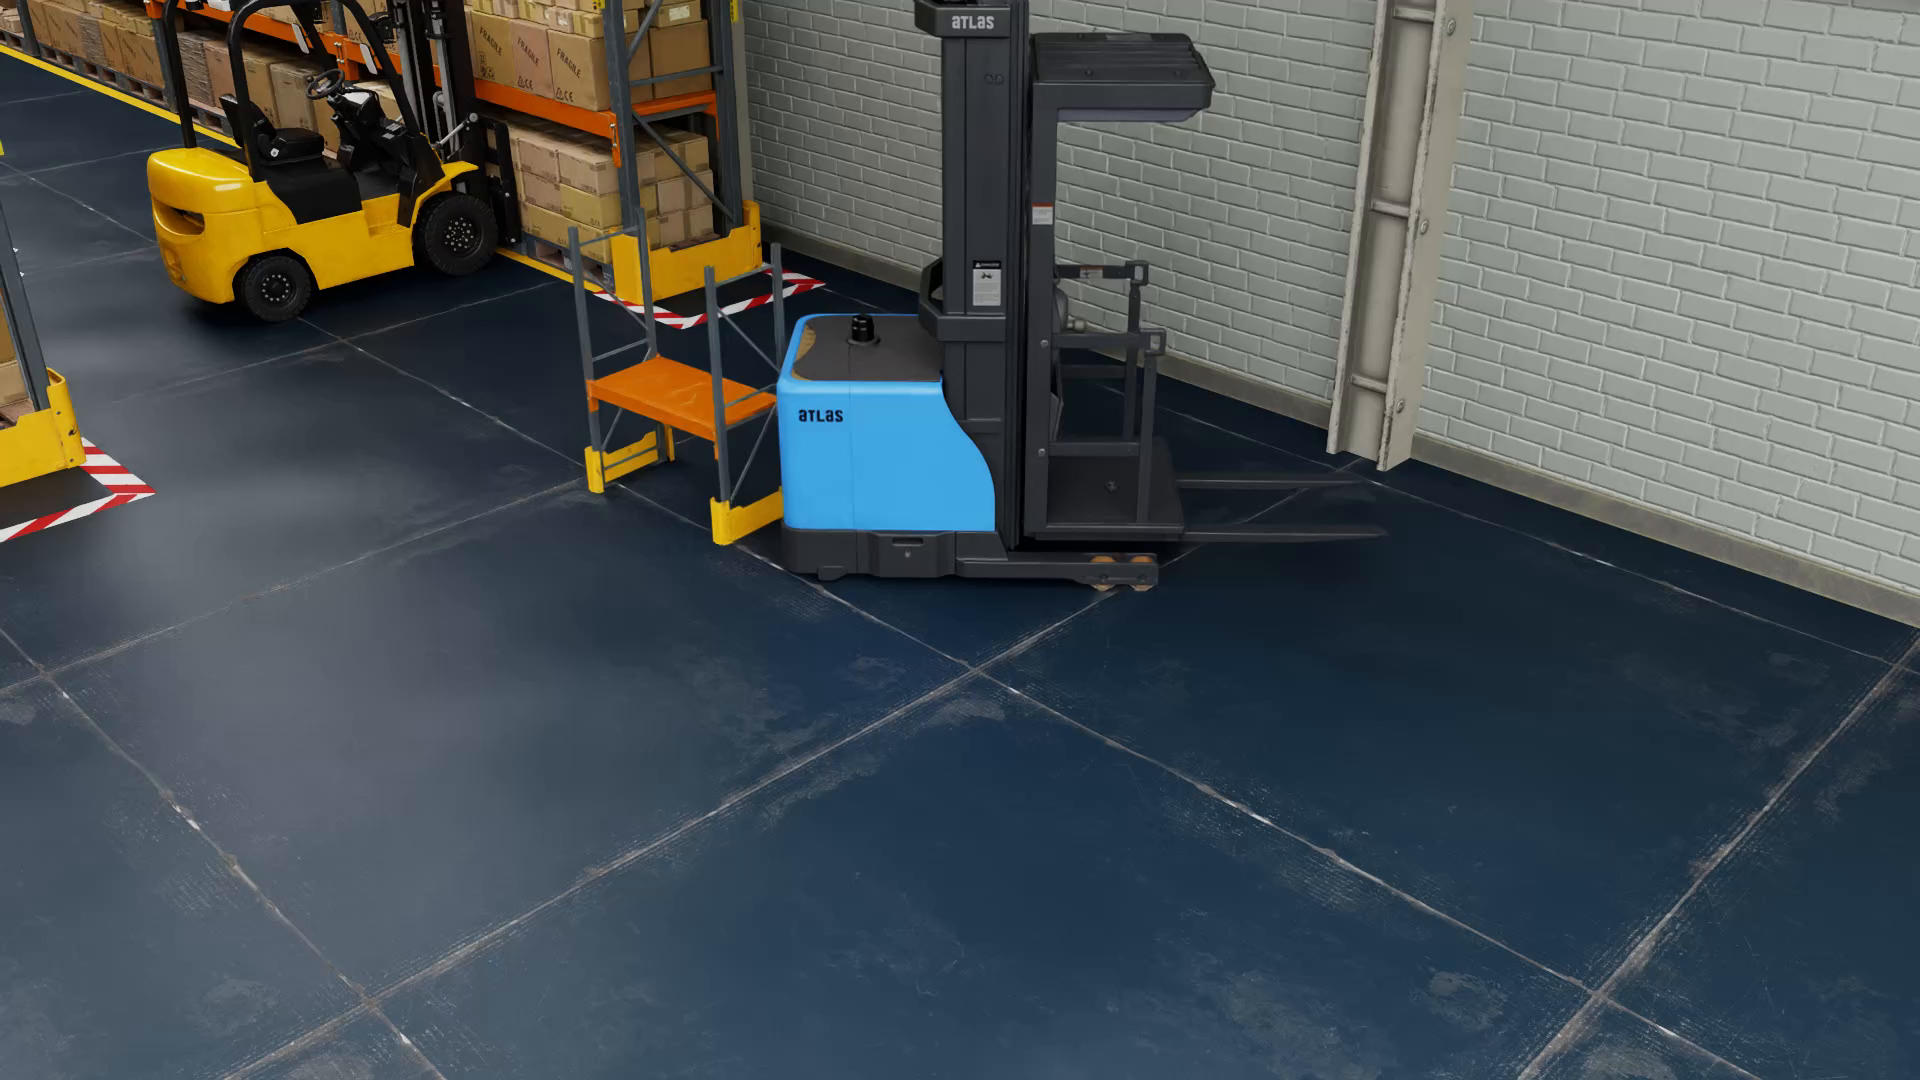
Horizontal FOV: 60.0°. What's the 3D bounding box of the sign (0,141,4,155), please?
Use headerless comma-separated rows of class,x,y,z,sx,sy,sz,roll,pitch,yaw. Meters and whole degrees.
sign,-5.122,-2.179,8.741,0.005,0.325,0.100,25,36,38

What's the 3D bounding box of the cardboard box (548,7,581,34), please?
cardboard box,-2.672,-3.689,11.739,0.380,0.149,0.250,-25,36,-38

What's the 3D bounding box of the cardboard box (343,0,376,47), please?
cardboard box,-4.744,-4.382,13.754,0.500,0.500,0.500,23,36,37

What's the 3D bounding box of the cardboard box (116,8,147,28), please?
cardboard box,-8.632,-5.498,17.520,0.250,0.149,0.380,23,36,37

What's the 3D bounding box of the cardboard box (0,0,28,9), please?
cardboard box,-11.742,-6.703,20.509,0.500,0.500,0.700,23,35,37

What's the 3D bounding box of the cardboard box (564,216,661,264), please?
cardboard box,-2.581,-2.282,12.370,0.500,0.250,0.500,25,37,39

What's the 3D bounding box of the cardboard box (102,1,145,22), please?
cardboard box,-8.967,-5.680,17.867,0.250,0.149,0.380,24,36,38

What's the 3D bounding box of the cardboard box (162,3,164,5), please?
cardboard box,-8.416,-5.785,18.066,0.250,0.149,0.380,23,35,36

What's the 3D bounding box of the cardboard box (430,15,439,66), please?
cardboard box,-3.999,-4.053,13.128,0.500,0.500,0.500,24,36,38

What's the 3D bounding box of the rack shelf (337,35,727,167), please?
rack shelf,-3.451,-3.599,13.144,4.000,0.370,1.077,25,36,38

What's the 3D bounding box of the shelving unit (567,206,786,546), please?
shelving unit,-1.474,-0.892,8.835,1.083,1.500,0.587,21,34,34

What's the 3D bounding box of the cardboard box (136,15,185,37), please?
cardboard box,-8.259,-5.318,17.179,0.250,0.149,0.380,23,35,36

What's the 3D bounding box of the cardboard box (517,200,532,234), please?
cardboard box,-3.280,-2.613,13.000,0.500,0.250,0.500,-25,37,-39

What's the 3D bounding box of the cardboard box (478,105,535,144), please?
cardboard box,-3.663,-3.216,13.073,0.500,0.250,0.500,24,36,37

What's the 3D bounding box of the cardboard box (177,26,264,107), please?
cardboard box,-7.294,-4.801,16.759,0.875,0.625,0.625,-24,36,-38

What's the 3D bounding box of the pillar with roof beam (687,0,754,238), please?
pillar with roof beam,-4.908,-5.017,8.623,0.400,9.000,9.100,25,36,38

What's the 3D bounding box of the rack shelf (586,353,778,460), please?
rack shelf,-1.467,-0.730,8.914,1.000,0.185,0.538,21,34,34

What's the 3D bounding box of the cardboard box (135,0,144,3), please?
cardboard box,-8.842,-5.919,18.322,0.250,0.149,0.380,25,37,39

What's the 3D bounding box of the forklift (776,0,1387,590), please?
forklift,0.634,-1.299,8.070,3.031,2.935,1.130,1,28,1

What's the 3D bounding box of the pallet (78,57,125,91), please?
pallet,-9.101,-5.295,18.593,1.213,0.211,1.003,25,36,38

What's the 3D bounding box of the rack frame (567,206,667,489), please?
rack frame,-1.863,-1.038,9.112,0.032,1.500,0.500,21,34,34

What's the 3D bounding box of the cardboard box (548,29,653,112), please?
cardboard box,-2.560,-3.382,11.852,0.500,0.500,0.500,24,36,37

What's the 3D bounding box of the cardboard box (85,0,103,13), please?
cardboard box,-9.325,-5.857,18.204,0.250,0.149,0.380,25,37,39

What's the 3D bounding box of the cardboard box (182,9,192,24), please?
cardboard box,-8.053,-5.610,17.735,0.380,0.149,0.250,-24,36,-38

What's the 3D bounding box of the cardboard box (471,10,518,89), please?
cardboard box,-3.289,-3.722,12.497,0.500,0.500,0.500,24,36,37

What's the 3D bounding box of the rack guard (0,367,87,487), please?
rack guard,-5.556,-0.534,9.229,0.348,0.500,1.175,25,36,38

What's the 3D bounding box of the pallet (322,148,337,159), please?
pallet,-5.430,-3.563,15.299,1.213,0.211,1.003,25,36,38

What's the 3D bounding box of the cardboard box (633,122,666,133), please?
cardboard box,-2.594,-3.057,12.770,0.500,0.250,0.500,25,36,38

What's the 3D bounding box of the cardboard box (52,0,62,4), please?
cardboard box,-10.070,-6.196,18.849,0.250,0.149,0.380,22,35,36

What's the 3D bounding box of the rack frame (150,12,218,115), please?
rack frame,-7.729,-5.875,16.699,0.127,3.000,1.000,25,36,38

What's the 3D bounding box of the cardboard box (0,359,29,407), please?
cardboard box,-5.884,-0.940,9.817,0.500,0.250,0.500,24,36,38

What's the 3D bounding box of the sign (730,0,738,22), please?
sign,-1.631,-3.865,11.862,0.005,0.325,0.100,25,36,38

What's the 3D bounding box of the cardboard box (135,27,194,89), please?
cardboard box,-8.182,-5.021,17.310,0.500,0.500,0.500,-24,36,-38

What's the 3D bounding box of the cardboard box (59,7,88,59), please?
cardboard box,-9.655,-5.692,18.587,0.500,0.500,0.500,23,36,37

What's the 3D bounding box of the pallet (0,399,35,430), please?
pallet,-6.111,-0.683,9.823,1.213,0.211,1.003,25,36,38

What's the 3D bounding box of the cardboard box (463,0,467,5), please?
cardboard box,-3.746,-4.198,12.707,0.250,0.149,0.380,24,36,37

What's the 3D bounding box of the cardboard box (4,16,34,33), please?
cardboard box,-11.185,-6.188,19.908,0.250,0.149,0.380,23,36,37

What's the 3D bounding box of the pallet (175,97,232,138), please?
pallet,-7.170,-4.359,16.813,1.213,0.211,1.003,25,36,38

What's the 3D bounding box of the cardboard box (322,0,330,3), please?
cardboard box,-5.407,-4.800,14.279,0.500,0.250,0.500,24,36,37

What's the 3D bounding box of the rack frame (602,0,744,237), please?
rack frame,-2.025,-3.264,11.735,0.127,3.000,1.000,25,36,38

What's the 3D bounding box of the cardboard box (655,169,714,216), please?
cardboard box,-2.215,-2.677,12.584,0.500,0.250,0.500,-25,36,-38

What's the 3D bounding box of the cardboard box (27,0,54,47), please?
cardboard box,-10.395,-6.027,19.223,0.500,0.500,0.500,-23,36,-37

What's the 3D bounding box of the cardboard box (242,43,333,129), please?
cardboard box,-6.343,-4.371,15.941,0.625,0.625,0.875,23,35,36

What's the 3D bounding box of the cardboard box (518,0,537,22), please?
cardboard box,-2.982,-3.879,12.100,0.250,0.149,0.380,24,36,38

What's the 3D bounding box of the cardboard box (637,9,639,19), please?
cardboard box,-2.306,-3.852,12.048,0.250,0.149,0.380,25,36,38

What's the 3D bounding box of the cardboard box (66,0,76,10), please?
cardboard box,-9.713,-6.018,18.509,0.250,0.149,0.380,24,36,38

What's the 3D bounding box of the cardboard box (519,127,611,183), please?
cardboard box,-2.940,-2.887,12.447,0.500,0.250,0.500,-25,36,-38

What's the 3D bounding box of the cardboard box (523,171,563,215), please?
cardboard box,-2.941,-2.677,12.584,0.500,0.250,0.500,24,36,38

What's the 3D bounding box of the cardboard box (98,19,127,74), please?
cardboard box,-8.906,-5.357,17.950,0.500,0.500,0.500,-23,36,-37

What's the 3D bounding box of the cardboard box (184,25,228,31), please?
cardboard box,-7.833,-5.185,17.622,0.500,0.500,0.500,-24,36,-37

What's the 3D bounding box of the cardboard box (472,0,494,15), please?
cardboard box,-3.400,-4.026,12.380,0.250,0.149,0.380,25,37,39

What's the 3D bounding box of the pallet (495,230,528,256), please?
pallet,-3.465,-2.664,13.589,1.213,0.211,1.003,25,36,38

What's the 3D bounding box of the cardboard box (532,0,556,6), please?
cardboard box,-2.831,-3.921,11.860,0.380,0.149,0.250,-24,36,-38

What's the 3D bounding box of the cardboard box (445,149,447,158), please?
cardboard box,-4.038,-3.168,13.518,0.500,0.250,0.500,24,36,38

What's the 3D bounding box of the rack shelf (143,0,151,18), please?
rack shelf,-9.156,-6.209,18.108,4.000,0.370,1.077,25,36,38

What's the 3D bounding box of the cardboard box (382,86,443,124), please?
cardboard box,-4.395,-3.549,13.705,0.500,0.250,0.500,25,36,38

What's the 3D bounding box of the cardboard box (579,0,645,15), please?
cardboard box,-2.428,-3.774,11.581,0.250,0.149,0.380,25,36,38

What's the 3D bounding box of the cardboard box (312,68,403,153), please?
cardboard box,-5.257,-3.871,14.989,0.875,0.625,0.625,-23,36,-37

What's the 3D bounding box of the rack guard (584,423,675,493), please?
rack guard,-1.862,-0.484,9.402,0.087,0.250,0.587,21,34,34

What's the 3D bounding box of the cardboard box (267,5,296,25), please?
cardboard box,-5.782,-4.743,14.708,0.500,0.250,0.500,24,36,38
